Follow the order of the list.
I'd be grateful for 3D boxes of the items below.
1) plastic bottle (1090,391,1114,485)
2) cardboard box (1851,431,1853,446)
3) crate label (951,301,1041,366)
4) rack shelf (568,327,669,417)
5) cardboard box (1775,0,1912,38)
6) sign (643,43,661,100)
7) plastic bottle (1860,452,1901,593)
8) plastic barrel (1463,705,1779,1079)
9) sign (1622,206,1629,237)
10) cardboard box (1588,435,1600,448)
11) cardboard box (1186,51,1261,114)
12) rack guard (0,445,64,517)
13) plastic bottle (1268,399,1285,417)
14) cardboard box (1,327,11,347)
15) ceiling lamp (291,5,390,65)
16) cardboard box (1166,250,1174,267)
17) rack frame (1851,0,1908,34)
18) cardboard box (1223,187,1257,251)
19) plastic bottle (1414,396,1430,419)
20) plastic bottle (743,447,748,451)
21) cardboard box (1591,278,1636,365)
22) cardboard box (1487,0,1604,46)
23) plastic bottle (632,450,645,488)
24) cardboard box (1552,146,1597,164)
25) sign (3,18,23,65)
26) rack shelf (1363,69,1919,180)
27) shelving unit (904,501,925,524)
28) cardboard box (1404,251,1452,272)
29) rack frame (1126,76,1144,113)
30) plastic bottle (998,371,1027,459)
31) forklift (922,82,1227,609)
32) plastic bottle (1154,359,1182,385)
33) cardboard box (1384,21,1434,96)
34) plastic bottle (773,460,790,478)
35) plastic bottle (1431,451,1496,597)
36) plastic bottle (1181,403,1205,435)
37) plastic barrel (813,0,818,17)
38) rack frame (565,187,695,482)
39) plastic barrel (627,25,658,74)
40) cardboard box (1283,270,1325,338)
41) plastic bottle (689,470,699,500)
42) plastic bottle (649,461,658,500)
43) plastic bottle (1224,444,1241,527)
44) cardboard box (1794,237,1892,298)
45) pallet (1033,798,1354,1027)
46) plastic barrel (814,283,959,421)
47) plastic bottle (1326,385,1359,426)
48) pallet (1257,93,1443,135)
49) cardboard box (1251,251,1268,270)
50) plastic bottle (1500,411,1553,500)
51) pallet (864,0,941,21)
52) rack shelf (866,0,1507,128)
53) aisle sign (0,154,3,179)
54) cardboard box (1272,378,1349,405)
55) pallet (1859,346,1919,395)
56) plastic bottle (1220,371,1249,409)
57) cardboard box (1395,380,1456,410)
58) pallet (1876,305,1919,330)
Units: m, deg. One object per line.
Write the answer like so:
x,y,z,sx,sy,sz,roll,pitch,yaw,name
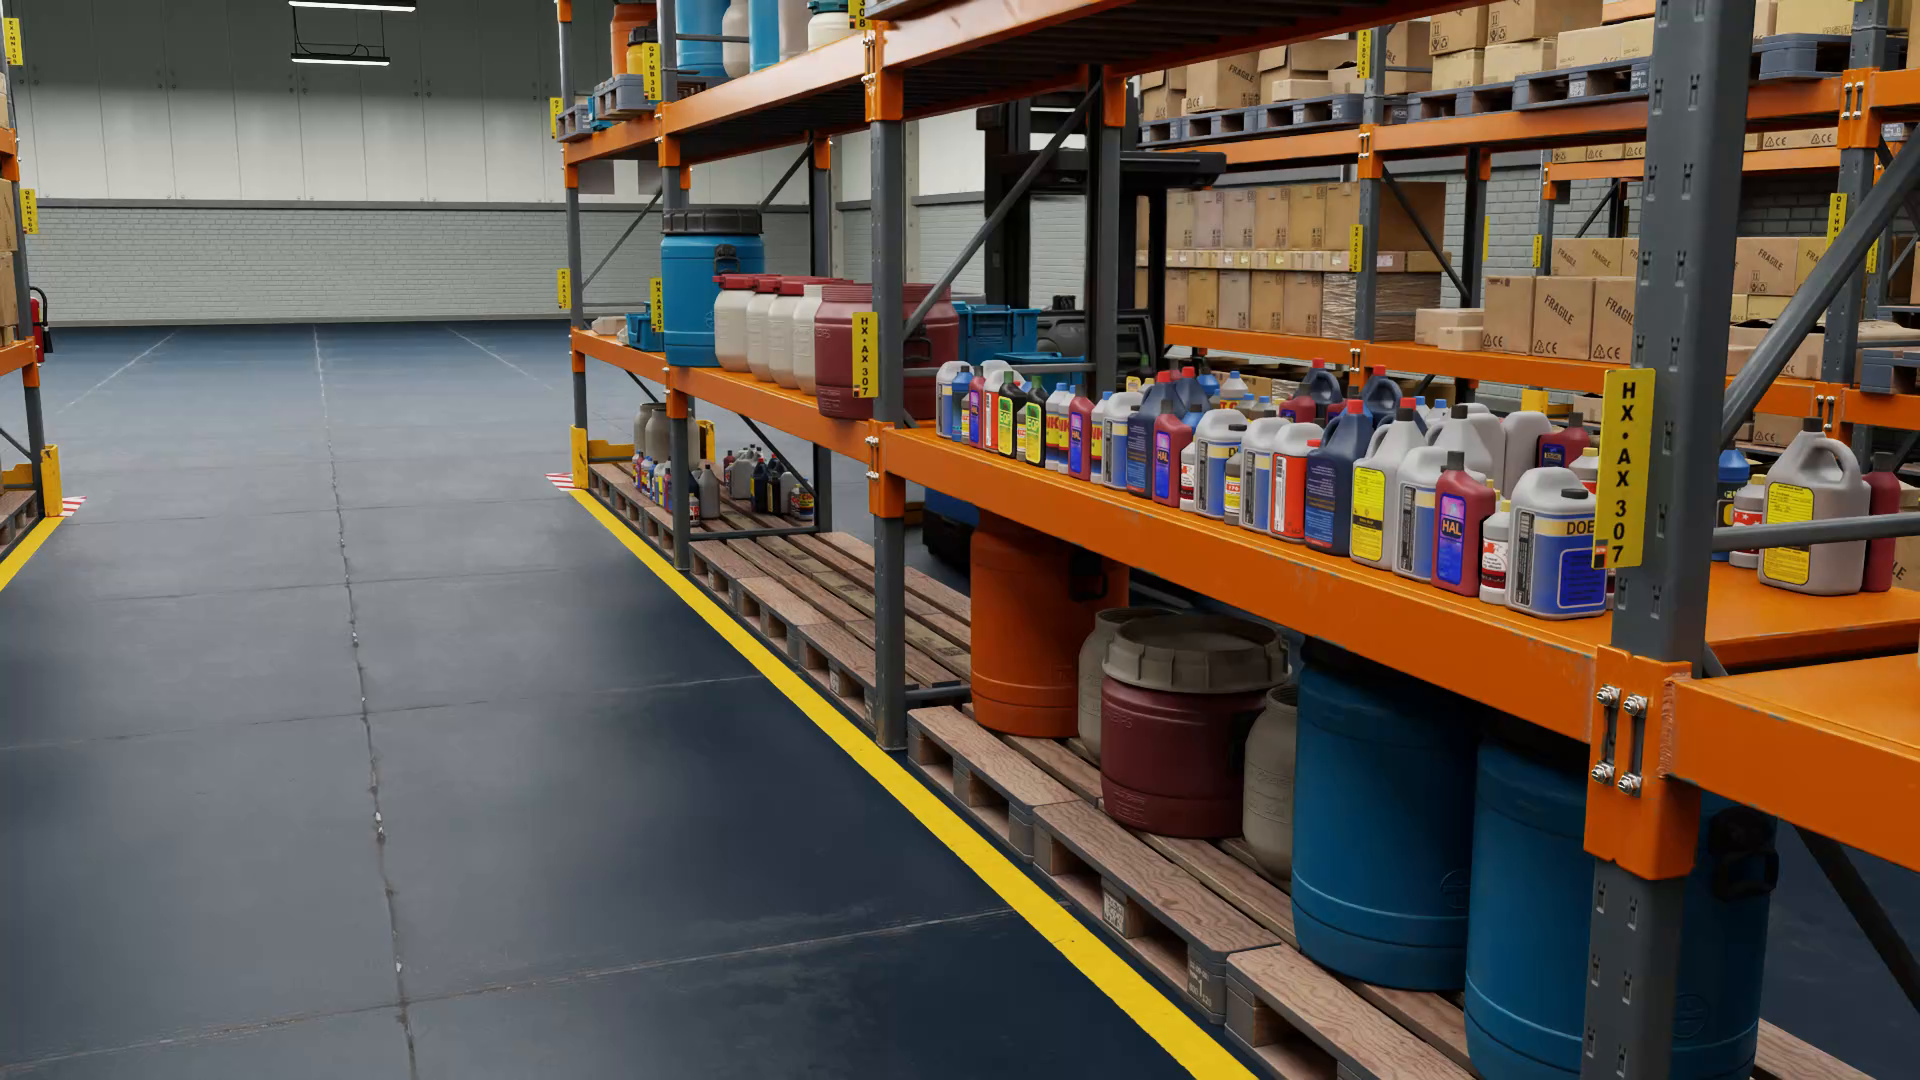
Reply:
0.437,-0.303,4.925,0.097,0.271,0.097,0,10,0,plastic bottle
7.709,-0.855,14.497,0.380,0.166,0.250,-6,11,-28,cardboard box
0.038,-0.863,7.607,0.502,0.435,0.616,-4,11,-21,crate label
-2.028,-1.292,12.171,1.077,0.370,4.000,-4,11,-21,rack shelf
4.547,-2.660,8.476,0.500,0.250,0.500,-5,11,-25,cardboard box
-1.820,-2.768,9.823,0.100,0.325,0.005,-4,11,-21,sign
1.861,-0.043,3.431,0.061,0.283,0.133,-4,11,-21,plastic bottle
1.415,0.723,3.584,0.600,0.901,0.708,-4,11,-21,plastic barrel
7.006,-3.359,17.528,0.100,0.325,0.005,-4,11,-21,sign
4.102,-0.548,10.988,0.500,0.311,0.500,-4,11,-21,cardboard box
2.212,-3.799,13.765,0.500,0.500,0.500,-4,11,-21,cardboard box
-7.341,-0.415,12.325,1.175,0.500,0.348,-4,11,-21,rack guard
1.046,-0.361,5.451,0.097,0.201,0.097,0,10,0,plastic bottle
-6.845,-1.423,11.570,0.380,0.149,0.250,-4,11,-21,cardboard box
-13.395,-11.855,35.702,2.000,3.185,0.800,-4,11,-21,ceiling lamp
1.994,-2.493,14.734,0.380,0.149,0.250,-4,11,-21,cardboard box
4.764,-3.934,7.841,1.000,3.000,0.127,-4,11,-21,rack frame
2.603,-2.639,13.701,0.700,0.500,0.500,-4,11,-21,cardboard box
1.312,-0.276,4.772,0.097,0.271,0.097,0,10,0,plastic bottle
-1.619,-0.562,12.513,0.061,0.283,0.133,-4,11,-20,plastic bottle
4.141,-1.302,9.891,0.500,0.500,0.500,-5,11,-24,cardboard box
3.730,-3.417,10.590,0.500,0.500,0.500,-3,10,-15,cardboard box
-2.386,-0.530,12.369,0.097,0.271,0.097,0,10,0,plastic bottle
6.369,-4.067,16.809,0.500,0.500,0.500,-4,11,-19,cardboard box
-6.844,-3.603,12.016,0.100,0.325,0.005,-4,11,-21,sign
4.040,-2.429,10.002,1.077,0.370,4.000,-4,11,-21,rack shelf
-0.099,-0.773,11.484,0.587,1.500,1.083,-4,11,-23,shelving unit
3.398,-2.058,12.287,0.380,0.149,0.250,-4,11,-21,cardboard box
1.865,-5.240,15.182,1.000,3.000,0.127,-4,11,-21,rack frame
0.176,-0.418,5.536,0.061,0.283,0.133,-4,11,-21,plastic bottle
0.806,-1.154,9.537,1.130,2.935,3.031,-4,11,-23,forklift
0.774,-0.532,6.182,0.061,0.283,0.133,-4,11,-21,plastic bottle
3.378,-3.534,12.272,0.500,0.500,0.500,-3,11,-16,cardboard box
-1.209,-0.390,11.355,0.144,0.351,0.185,-4,11,-19,plastic bottle
1.025,-0.035,3.384,0.061,0.283,0.133,-4,11,-21,plastic bottle
0.645,-0.239,4.564,0.097,0.271,0.097,0,10,0,plastic bottle
-0.443,-2.760,8.377,0.600,0.901,0.708,-4,11,-21,plastic barrel
-2.753,-1.972,13.943,1.000,3.000,0.127,-4,11,-21,rack frame
-2.221,-3.571,12.627,0.600,0.588,0.600,0,10,0,plastic barrel
2.951,-1.840,12.914,0.700,0.500,0.500,-4,11,-21,cardboard box
-1.805,-0.319,10.954,0.144,0.351,0.185,-4,11,-22,plastic bottle
-2.152,-0.425,11.776,0.097,0.271,0.097,0,10,0,plastic bottle
0.720,-0.141,4.214,0.097,0.201,0.097,0,10,0,plastic bottle
7.471,-2.311,14.076,0.500,0.500,0.500,-4,11,-21,cardboard box
0.909,1.031,5.020,1.003,0.211,1.213,-4,11,-21,pallet
-0.304,-0.790,6.908,0.600,0.536,0.708,-4,11,-21,plastic barrel
1.163,-0.328,5.031,0.061,0.283,0.133,-4,11,-21,plastic bottle
2.982,-3.204,12.555,1.003,0.211,1.213,-4,11,-21,pallet
2.558,-2.240,13.310,0.380,0.149,0.250,-4,11,-19,cardboard box
1.448,-0.203,4.353,0.152,0.276,0.135,-4,11,-21,plastic bottle
0.332,-1.919,5.619,1.003,0.211,1.213,-4,11,-21,pallet
0.871,-1.463,4.567,1.077,0.370,4.000,-4,11,-21,rack shelf
-7.112,-2.967,12.112,0.394,0.787,0.004,-4,11,-21,aisle sign
2.773,-1.000,12.985,0.500,0.500,0.500,-4,11,-21,cardboard box
5.075,-0.780,7.786,1.213,0.211,1.003,-4,11,-21,pallet
0.940,-0.443,5.713,0.097,0.271,0.097,0,10,0,plastic bottle
3.439,-0.951,12.712,0.500,0.500,0.500,-4,11,-21,cardboard box
8.072,-1.720,13.071,1.003,0.211,1.213,-4,11,-21,pallet
